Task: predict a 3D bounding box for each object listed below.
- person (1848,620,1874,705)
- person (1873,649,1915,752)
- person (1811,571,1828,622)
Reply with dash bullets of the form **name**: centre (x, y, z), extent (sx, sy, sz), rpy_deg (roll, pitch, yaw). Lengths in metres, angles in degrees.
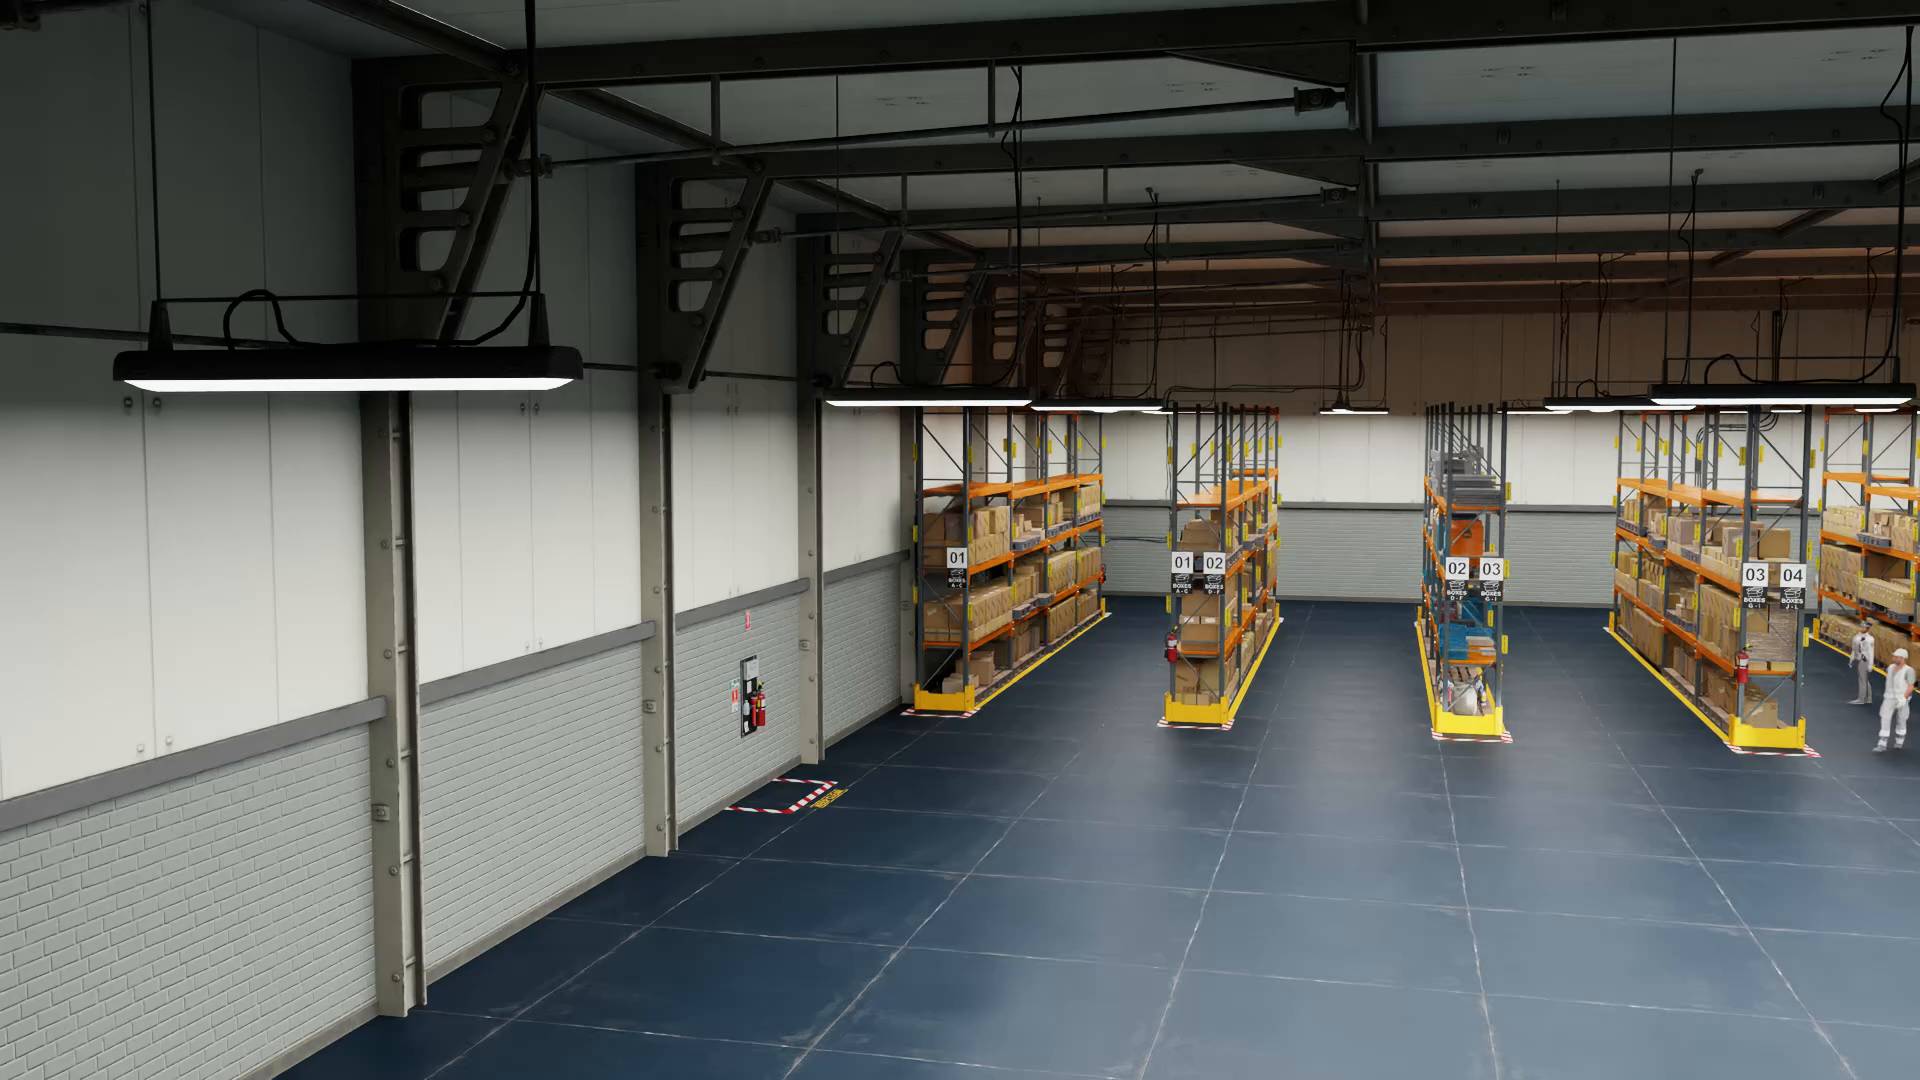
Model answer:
- **person**: centre (17.986, 2.429, 33.196), extent (0.470, 1.684, 0.481), rpy_deg (1, 4, 12)
- **person**: centre (15.941, 2.726, 28.317), extent (0.535, 1.741, 0.961), rpy_deg (3, 5, 37)
- **person**: centre (24.132, 1.472, 46.531), extent (0.542, 1.725, 0.504), rpy_deg (-1, 4, -10)
